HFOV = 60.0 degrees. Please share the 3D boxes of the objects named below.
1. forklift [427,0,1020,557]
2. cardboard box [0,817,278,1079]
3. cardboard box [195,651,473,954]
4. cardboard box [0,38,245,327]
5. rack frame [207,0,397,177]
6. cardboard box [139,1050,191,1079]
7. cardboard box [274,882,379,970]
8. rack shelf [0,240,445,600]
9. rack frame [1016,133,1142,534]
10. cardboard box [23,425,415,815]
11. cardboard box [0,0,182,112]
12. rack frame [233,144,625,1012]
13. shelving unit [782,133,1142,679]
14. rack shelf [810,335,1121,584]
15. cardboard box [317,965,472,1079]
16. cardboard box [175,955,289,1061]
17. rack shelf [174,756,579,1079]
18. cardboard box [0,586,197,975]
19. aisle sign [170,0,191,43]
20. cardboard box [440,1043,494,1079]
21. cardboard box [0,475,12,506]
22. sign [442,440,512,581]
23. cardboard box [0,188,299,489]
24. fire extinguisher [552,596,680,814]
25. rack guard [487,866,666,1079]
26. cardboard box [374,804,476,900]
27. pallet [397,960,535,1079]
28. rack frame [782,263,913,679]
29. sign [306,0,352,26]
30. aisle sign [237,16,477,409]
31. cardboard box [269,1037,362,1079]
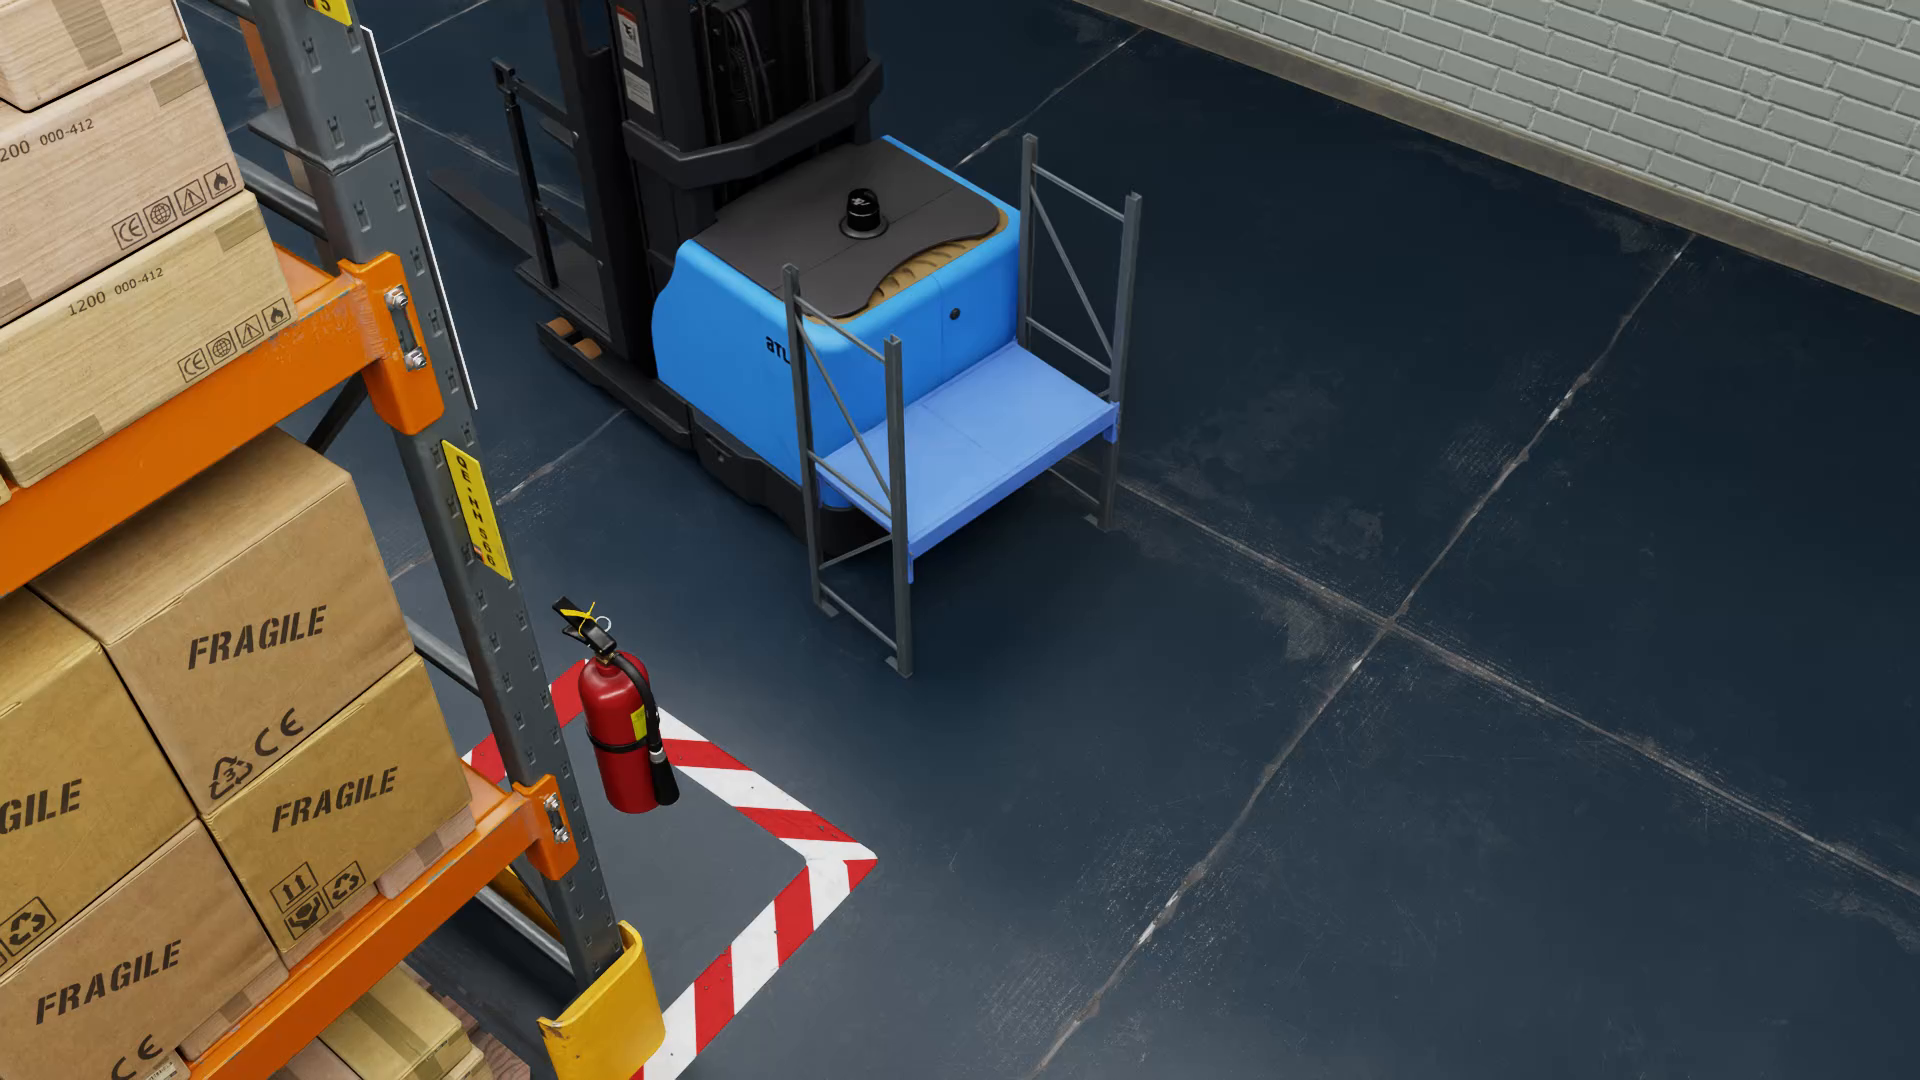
[{"bbox_3d":[-1.117,-1.913,6.051,1.130,2.935,3.031,-36,56,-29],"label":"forklift"},{"bbox_3d":[-1.747,0.725,3.208,0.500,0.500,0.500,28,53,24],"label":"cardboard box"},{"bbox_3d":[-1.428,0.433,3.487,0.500,0.500,0.500,30,53,26],"label":"cardboard box"},{"bbox_3d":[-1.437,-0.582,2.415,0.500,0.250,0.500,28,52,24],"label":"cardboard box"},{"bbox_3d":[-1.357,-1.873,1.816,1.000,3.000,0.127,29,53,25],"label":"rack frame"},{"bbox_3d":[-1.793,1.030,3.366,0.380,0.149,0.250,31,54,26],"label":"cardboard box"},{"bbox_3d":[-1.514,0.723,3.658,0.380,0.149,0.250,29,53,25],"label":"cardboard box"},{"bbox_3d":[-2.579,0.556,2.068,1.077,0.370,4.000,29,53,25],"label":"rack shelf"},{"bbox_3d":[0.387,-0.678,5.861,0.032,1.500,0.500,-35,55,-28],"label":"rack frame"},{"bbox_3d":[-1.440,0.088,3.125,0.500,0.500,0.500,28,52,24],"label":"cardboard box"},{"bbox_3d":[-1.327,-0.775,2.324,0.380,0.149,0.250,29,53,25],"label":"cardboard box"},{"bbox_3d":[-1.357,0.199,3.985,1.000,3.000,0.127,29,53,25],"label":"rack frame"},{"bbox_3d":[0.019,-0.425,5.619,1.048,1.500,0.538,-35,55,-28],"label":"shelving unit"},{"bbox_3d":[0.019,-0.301,5.749,1.000,0.185,0.538,-35,55,-28],"label":"rack shelf"},{"bbox_3d":[-1.480,1.248,4.253,0.380,0.149,0.250,30,53,25],"label":"cardboard box"},{"bbox_3d":[-1.655,0.873,3.515,0.380,0.149,0.250,29,53,25],"label":"cardboard box"},{"bbox_3d":[-2.579,1.592,3.152,1.077,0.370,4.000,29,53,25],"label":"rack shelf"},{"bbox_3d":[-1.749,0.378,2.848,0.500,0.500,0.500,27,52,24],"label":"cardboard box"},{"bbox_3d":[-1.549,-0.873,3.212,0.394,0.787,0.004,29,53,25],"label":"aisle sign"},{"bbox_3d":[-1.453,1.364,4.348,0.380,0.149,0.250,28,52,24],"label":"cardboard box"},{"bbox_3d":[-1.732,-0.113,2.313,0.500,0.250,0.500,29,53,25],"label":"cardboard box"},{"bbox_3d":[-0.930,-0.053,3.207,0.100,0.325,0.005,29,53,25],"label":"sign"},{"bbox_3d":[-1.425,-0.408,2.595,0.500,0.250,0.500,28,52,24],"label":"cardboard box"},{"bbox_3d":[-0.837,0.415,4.091,0.296,0.674,0.183,29,53,25],"label":"fire extinguisher"},{"bbox_3d":[-1.403,1.106,4.848,1.175,0.500,0.348,29,53,25],"label":"rack guard"},{"bbox_3d":[-1.332,0.597,3.779,0.380,0.149,0.250,29,53,25],"label":"cardboard box"},{"bbox_3d":[-1.928,1.655,4.523,1.003,0.211,1.213,29,53,25],"label":"pallet"},{"bbox_3d":[-0.349,-0.171,5.377,0.032,1.500,0.500,-35,55,-28],"label":"rack frame"},{"bbox_3d":[-0.930,-0.886,2.335,0.100,0.325,0.005,29,53,25],"label":"sign"},{"bbox_3d":[-1.074,-0.608,2.958,0.394,0.787,0.004,29,53,25],"label":"aisle sign"},{"bbox_3d":[-1.679,1.367,4.140,0.380,0.149,0.250,30,53,26],"label":"cardboard box"}]
